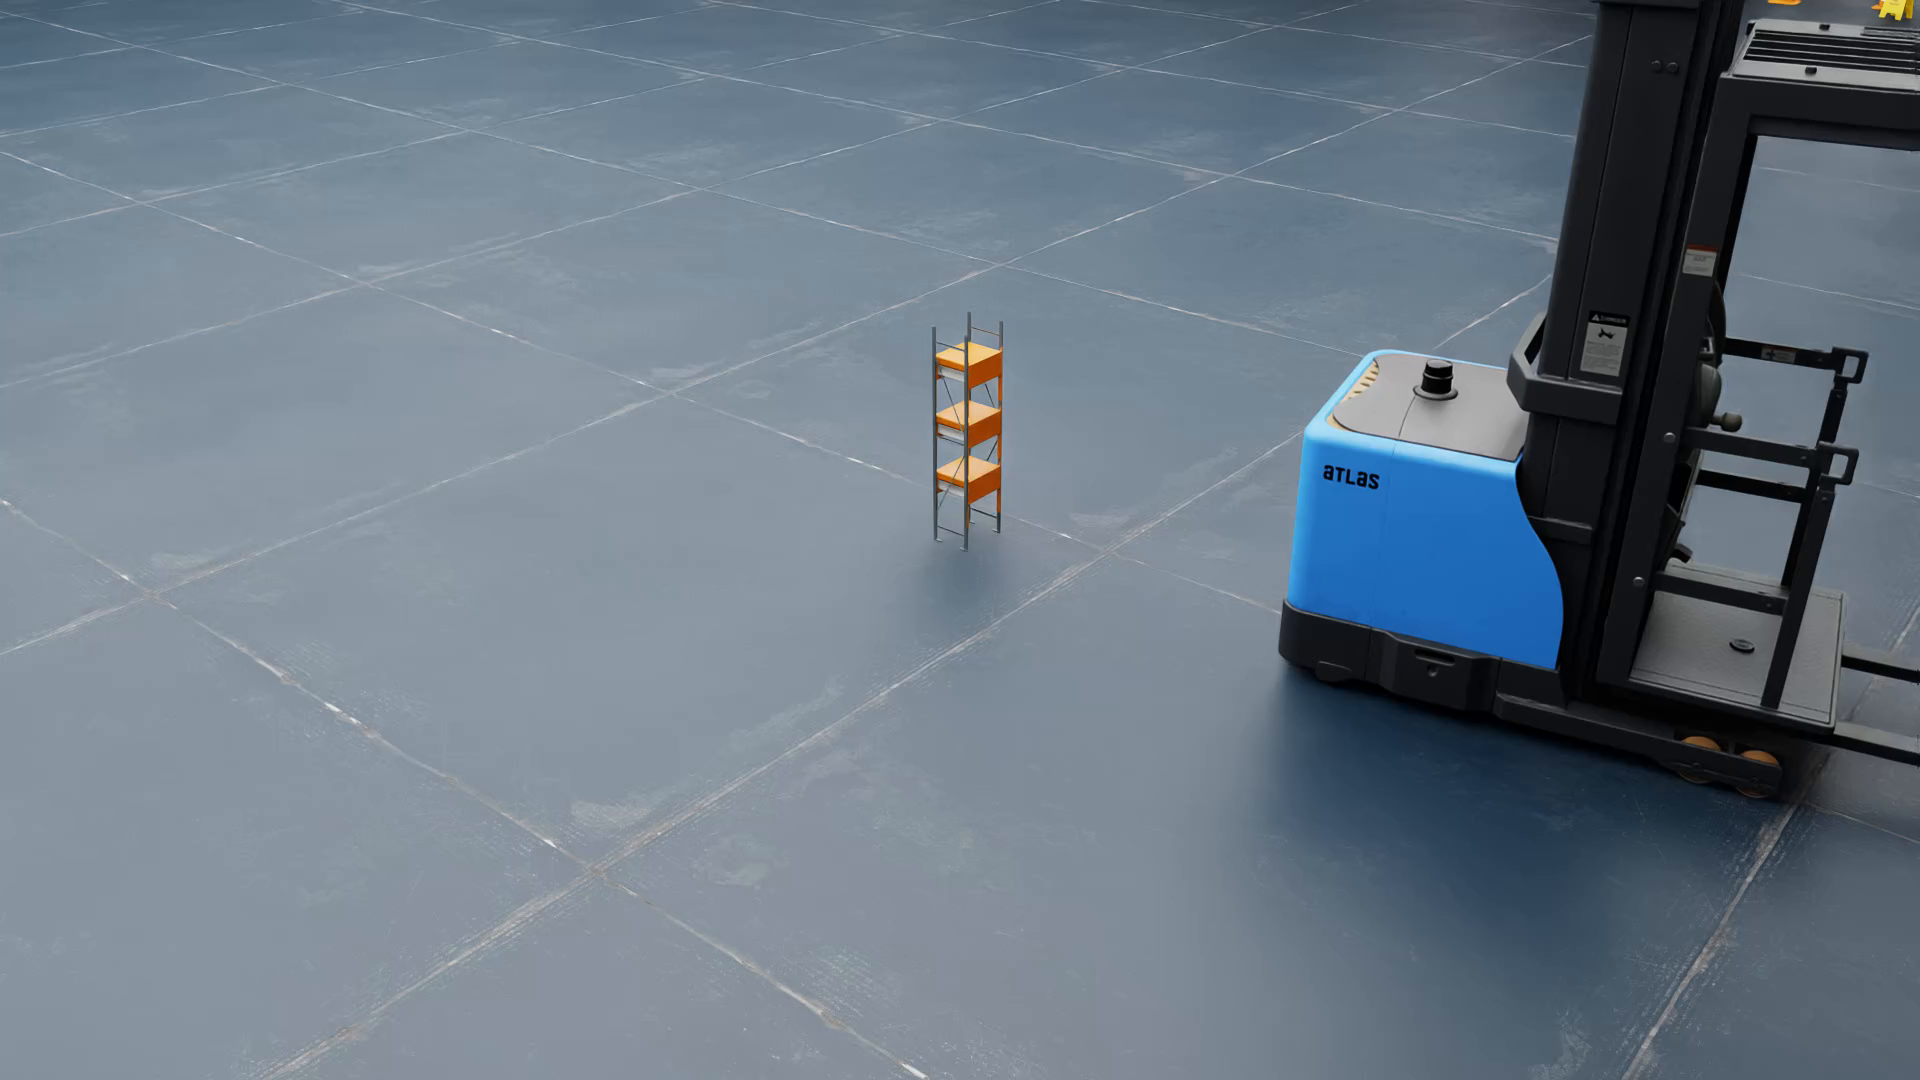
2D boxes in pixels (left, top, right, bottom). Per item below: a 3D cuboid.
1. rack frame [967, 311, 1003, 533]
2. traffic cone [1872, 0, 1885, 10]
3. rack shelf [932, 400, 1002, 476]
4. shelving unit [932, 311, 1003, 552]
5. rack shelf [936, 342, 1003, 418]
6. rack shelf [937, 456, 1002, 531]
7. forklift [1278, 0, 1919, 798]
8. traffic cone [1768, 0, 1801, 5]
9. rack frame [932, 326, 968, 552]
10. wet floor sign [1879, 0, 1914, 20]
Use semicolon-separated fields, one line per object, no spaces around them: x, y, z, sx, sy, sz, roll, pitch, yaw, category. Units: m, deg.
0.112;-0.529;7.629;0.200;1.050;0.008;21;34;34;rack frame
11.318;-6.684;20.166;0.336;0.463;0.334;21;34;34;traffic cone
0.034;-0.476;7.550;0.215;0.259;0.240;21;34;34;rack shelf
0.034;-0.485;7.545;0.215;1.050;0.252;21;34;34;shelving unit
0.034;-0.728;7.420;0.215;0.259;0.240;21;34;34;rack shelf
0.034;-0.229;7.678;0.215;0.259;0.240;21;34;34;rack shelf
2.835;-0.657;5.830;3.031;2.935;1.130;13;30;24;forklift
10.246;-6.887;20.560;0.336;0.463;0.334;21;34;34;traffic cone
-0.044;-0.442;7.462;0.200;1.050;0.008;21;34;34;rack frame
11.094;-6.481;19.575;0.232;0.644;0.267;-15;31;-27;wet floor sign
